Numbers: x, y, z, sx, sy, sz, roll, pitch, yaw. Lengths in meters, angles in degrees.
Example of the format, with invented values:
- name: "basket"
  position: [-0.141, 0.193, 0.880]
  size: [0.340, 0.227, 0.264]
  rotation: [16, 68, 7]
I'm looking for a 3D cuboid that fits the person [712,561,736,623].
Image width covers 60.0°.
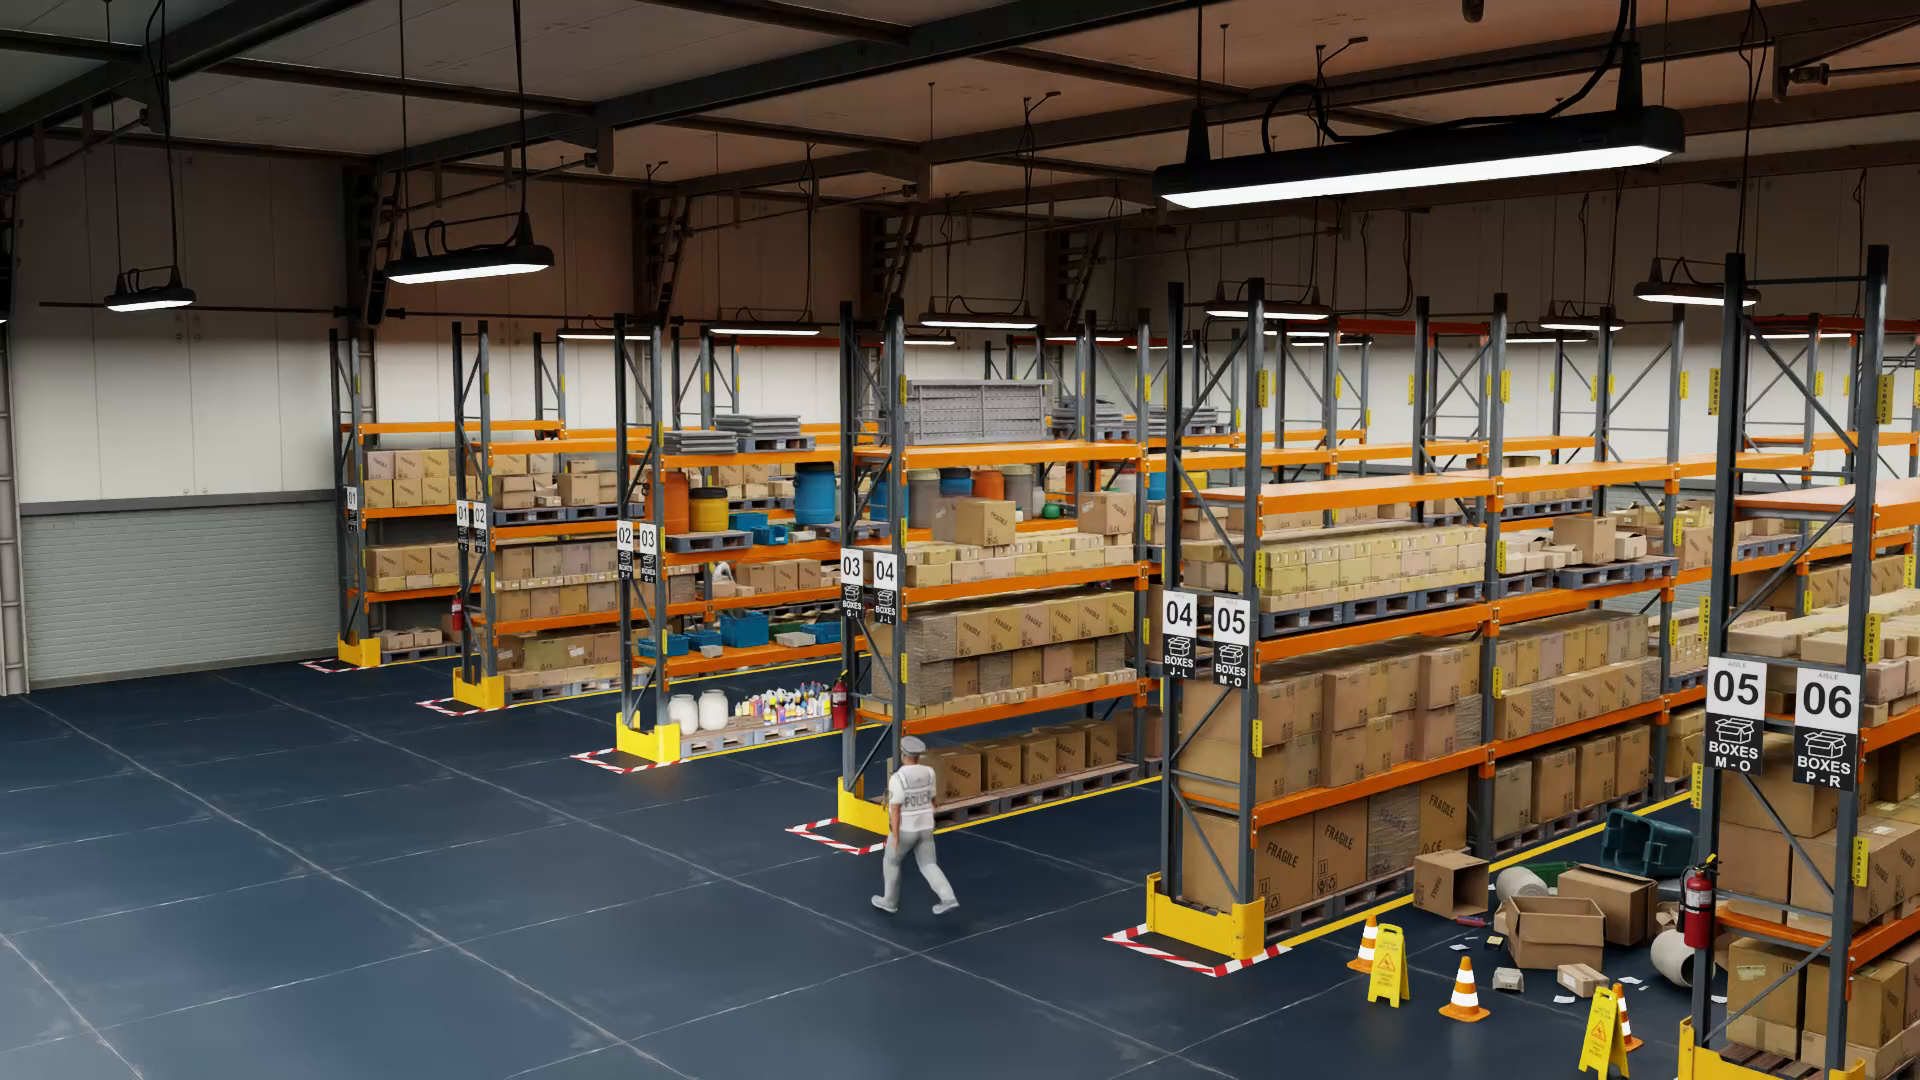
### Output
- name: "person"
  position: [-4.889, 1.001, 33.302]
  size: [1.069, 1.712, 0.521]
  rotation: [-4, 7, -38]

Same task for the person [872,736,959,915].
- name: "person"
  position: [-0.448, 2.730, 15.829]
  size: [0.538, 1.733, 1.019]
  rotation: [-5, 7, -41]
